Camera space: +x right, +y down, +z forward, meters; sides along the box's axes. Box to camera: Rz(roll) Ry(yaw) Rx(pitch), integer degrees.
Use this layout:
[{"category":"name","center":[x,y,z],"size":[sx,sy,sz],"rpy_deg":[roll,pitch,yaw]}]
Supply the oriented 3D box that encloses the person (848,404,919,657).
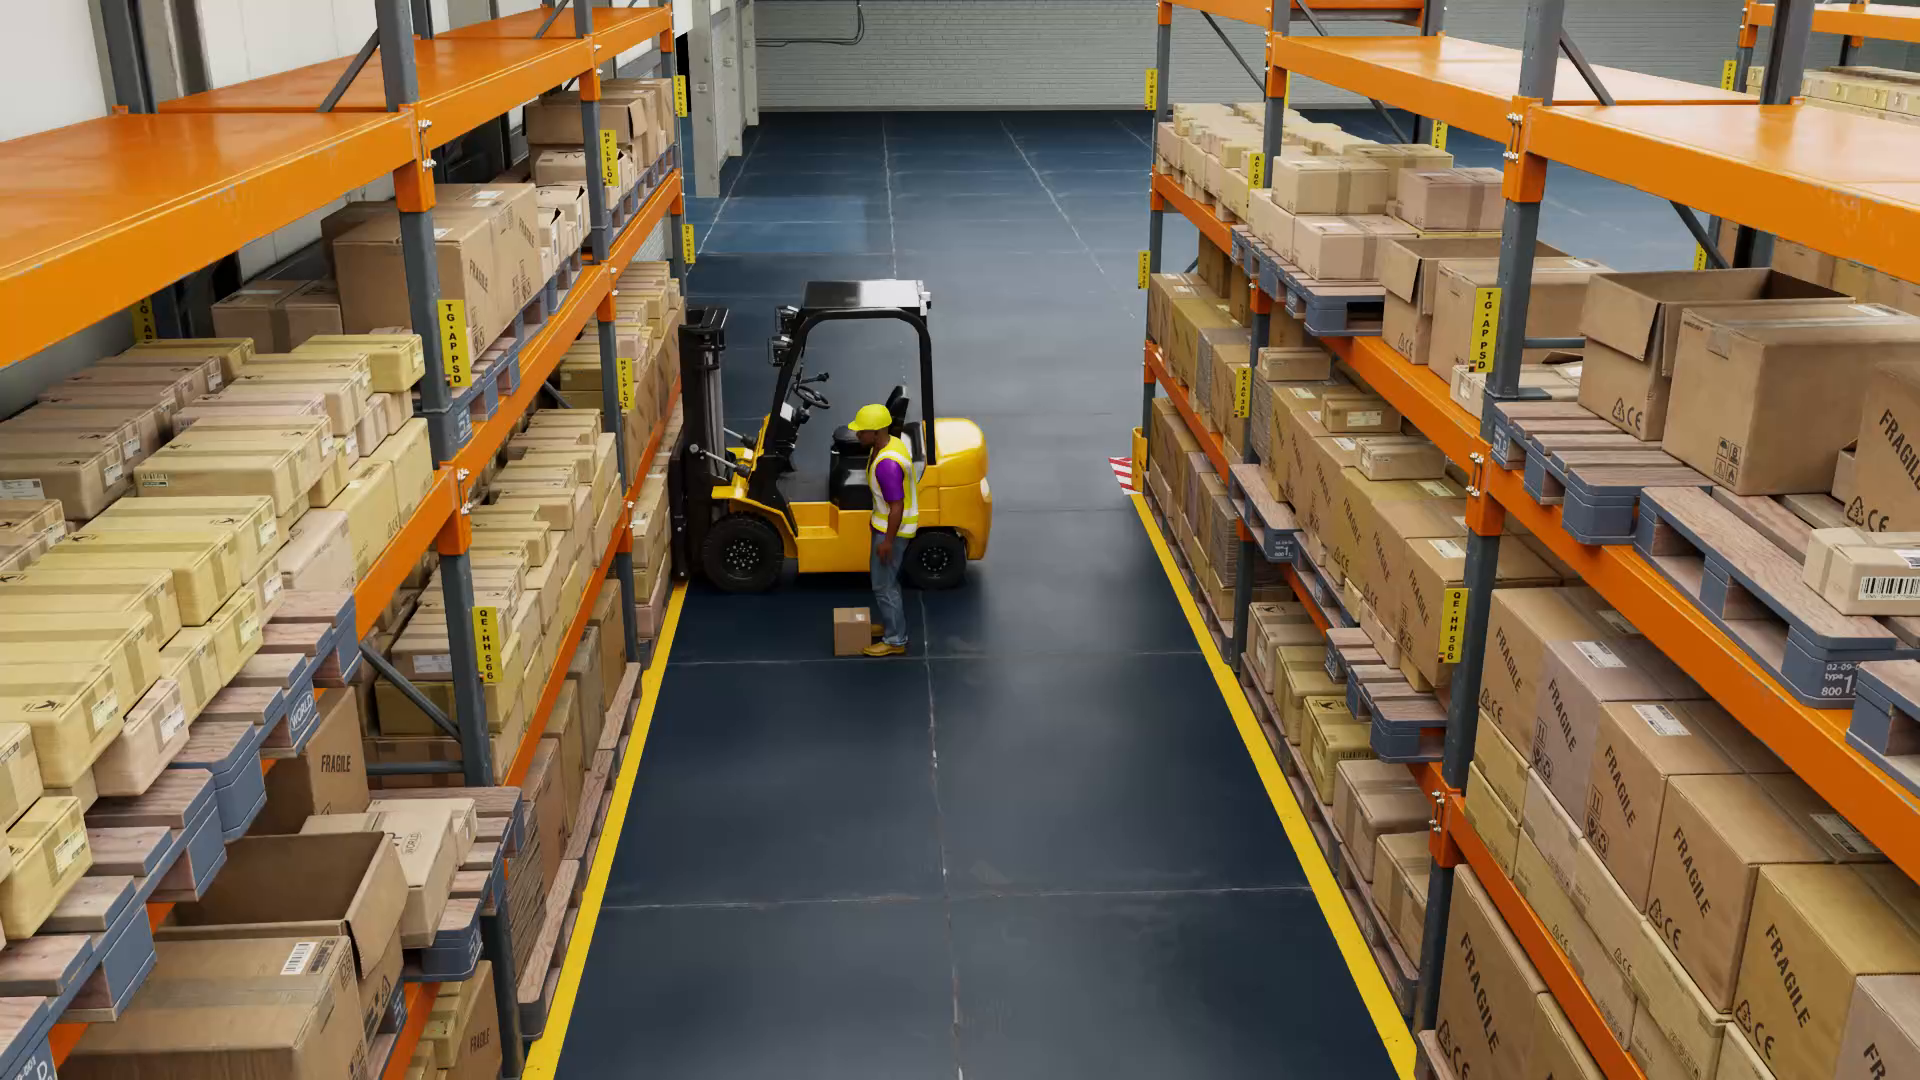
[{"category":"person","center":[-0.512,-0.080,11.269],"size":[0.460,1.759,0.630],"rpy_deg":[-2,20,-6]}]
